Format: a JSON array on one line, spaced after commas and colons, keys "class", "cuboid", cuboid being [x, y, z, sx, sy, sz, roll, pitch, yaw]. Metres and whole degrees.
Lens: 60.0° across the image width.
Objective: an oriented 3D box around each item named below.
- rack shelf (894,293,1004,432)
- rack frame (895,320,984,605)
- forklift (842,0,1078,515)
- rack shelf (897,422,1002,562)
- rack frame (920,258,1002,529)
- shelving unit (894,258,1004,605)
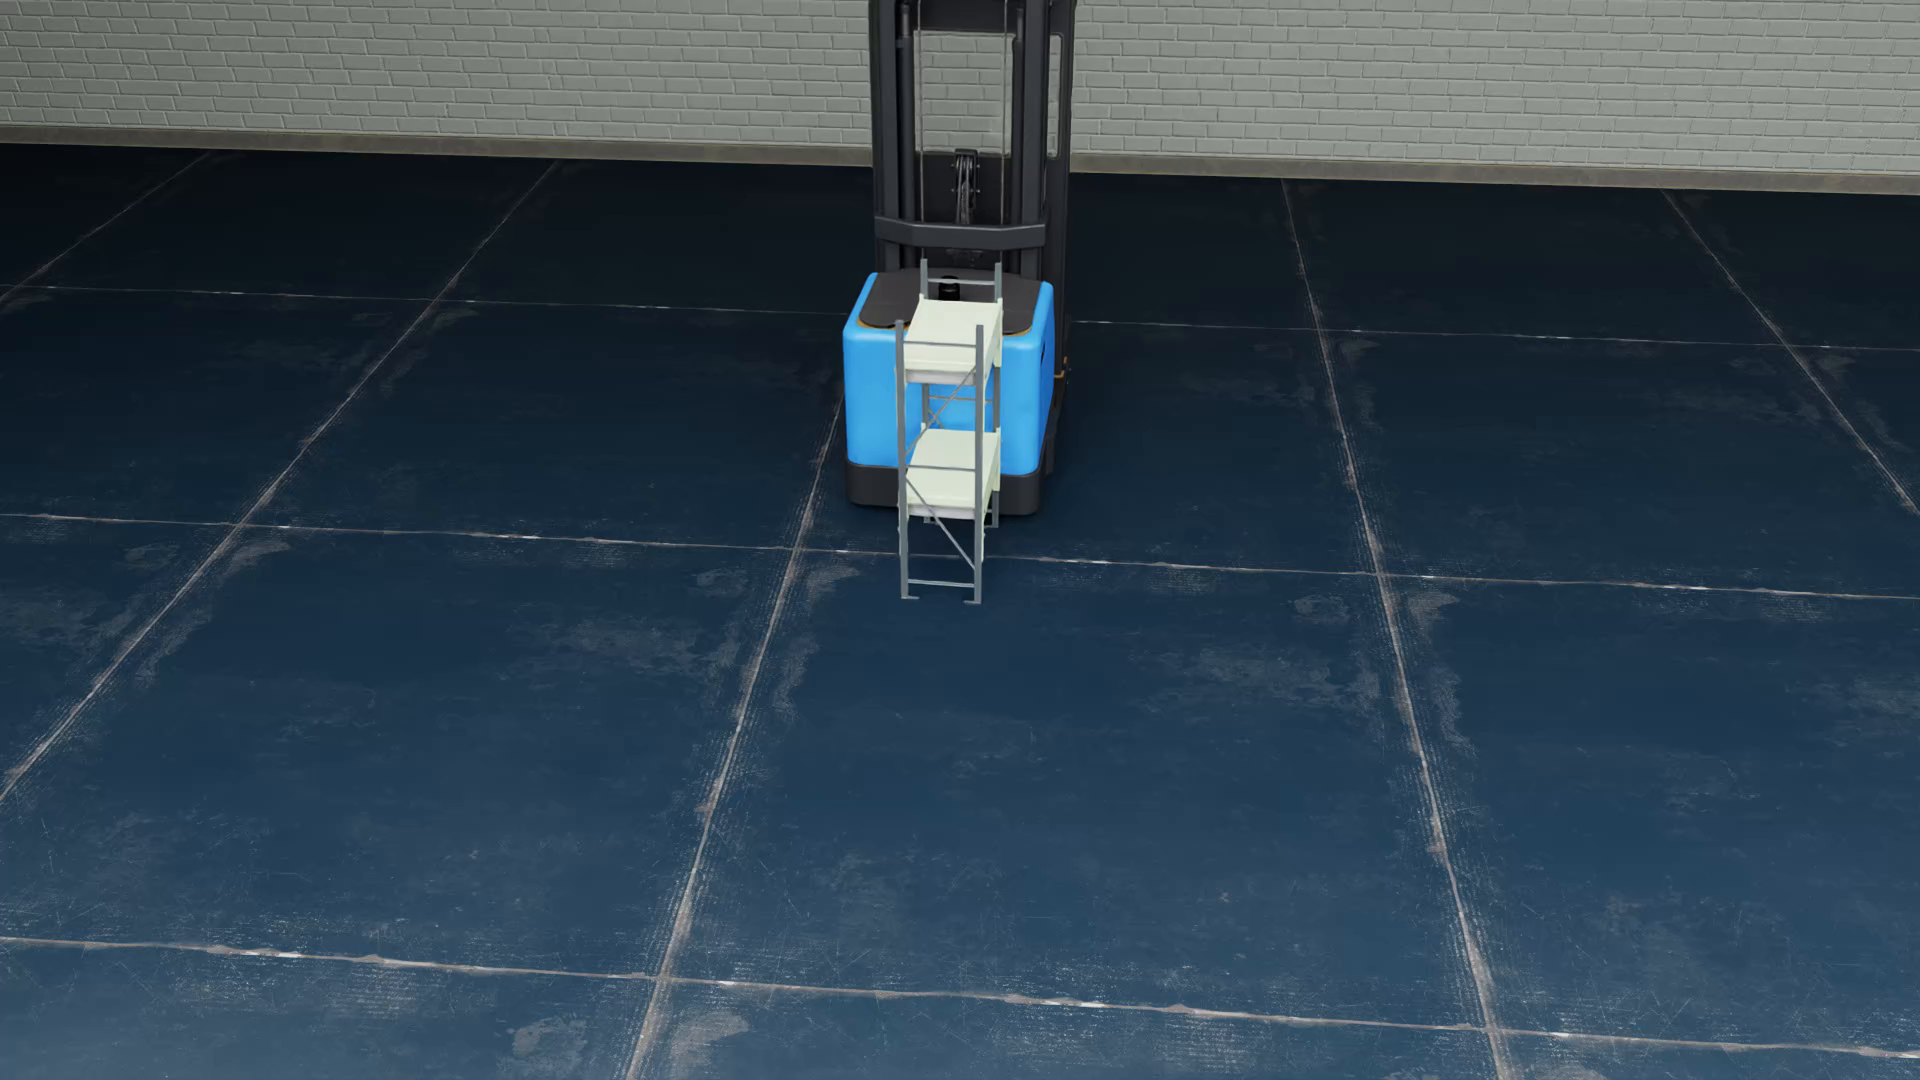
[{"class": "rack shelf", "cuboid": [-0.044, -0.859, 7.970, 0.431, 0.370, 0.720, 4, 32, 7]}, {"class": "rack frame", "cuboid": [-0.093, -0.336, 7.866, 0.400, 1.500, 0.023, 4, 32, 7]}, {"class": "forklift", "cuboid": [0.094, -2.134, 9.419, 1.130, 2.935, 3.031, 4, 32, 7]}, {"class": "rack shelf", "cuboid": [-0.044, -0.249, 8.346, 0.431, 0.370, 0.720, 4, 32, 7]}, {"class": "rack frame", "cuboid": [0.005, -0.717, 8.484, 0.400, 1.500, 0.023, 4, 32, 7]}, {"class": "shelving unit", "cuboid": [-0.044, -0.527, 8.175, 0.431, 1.500, 0.755, 4, 32, 7]}]
